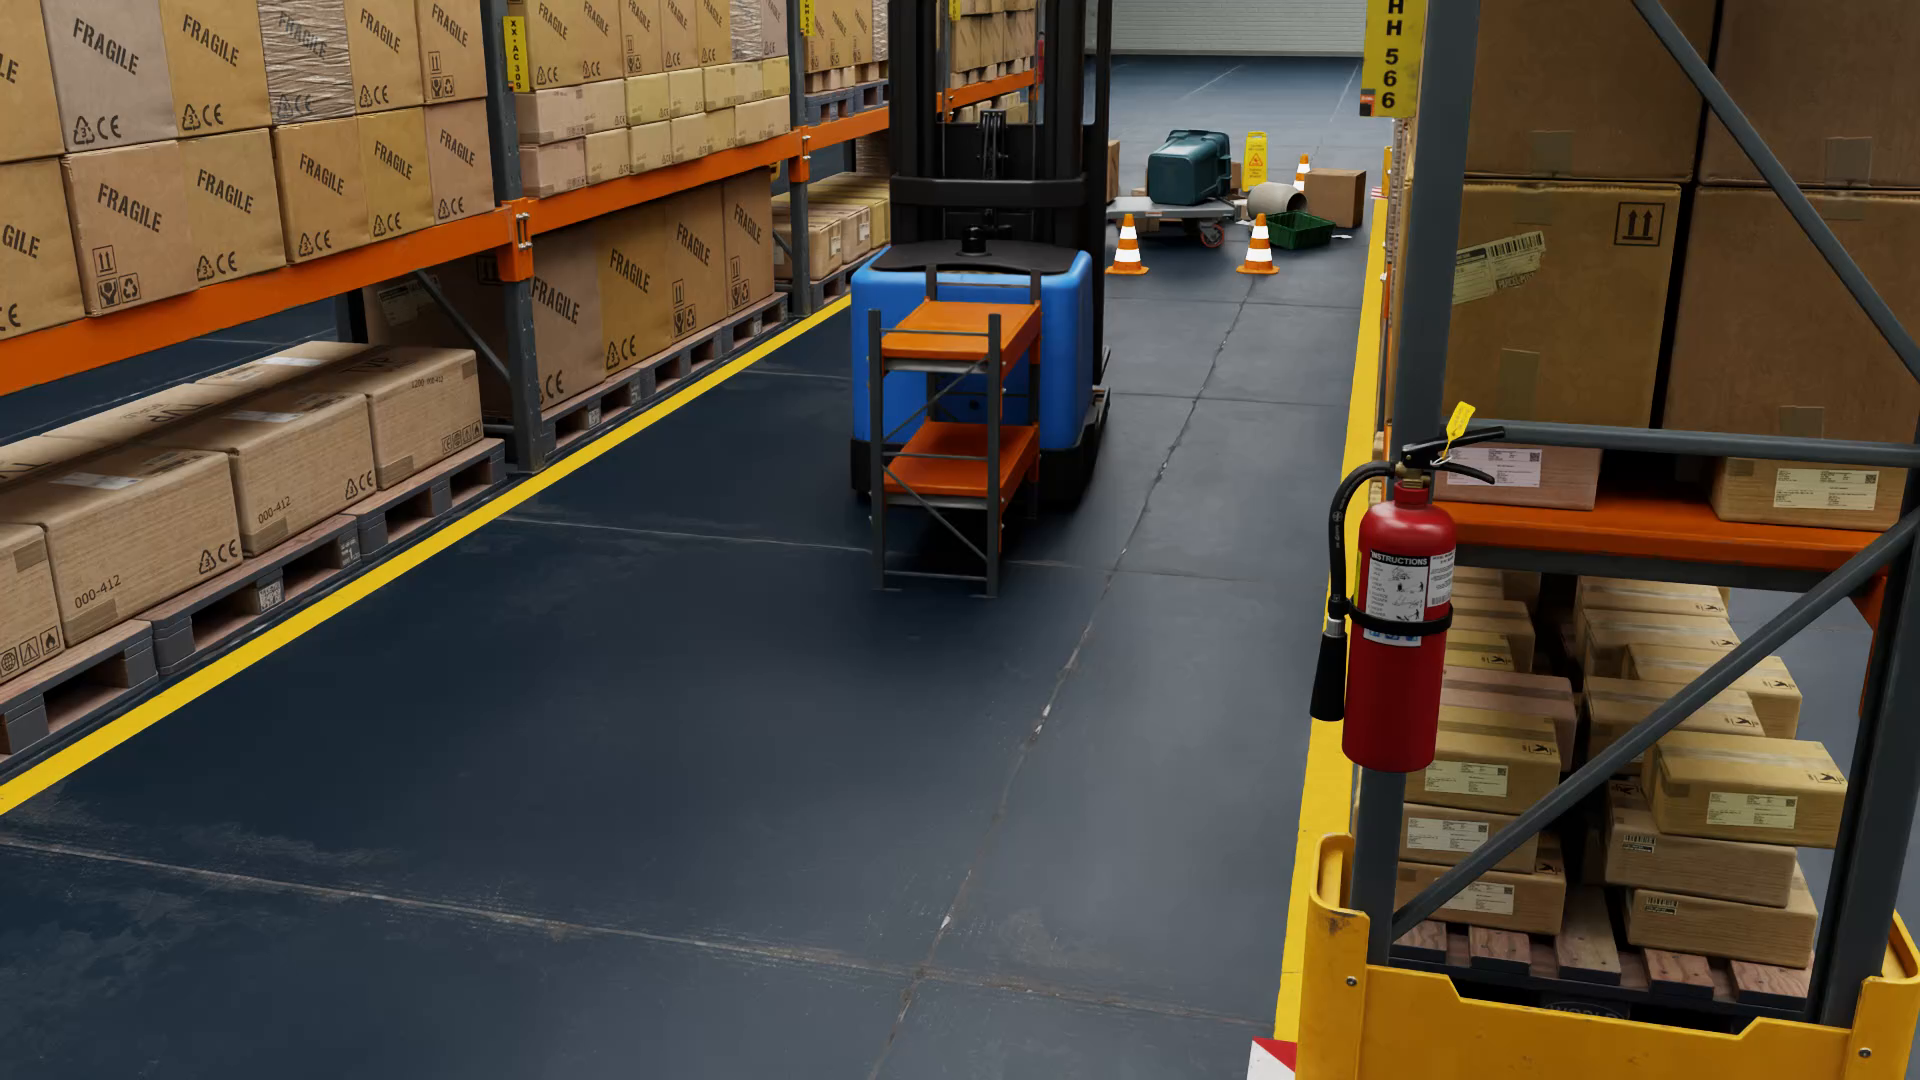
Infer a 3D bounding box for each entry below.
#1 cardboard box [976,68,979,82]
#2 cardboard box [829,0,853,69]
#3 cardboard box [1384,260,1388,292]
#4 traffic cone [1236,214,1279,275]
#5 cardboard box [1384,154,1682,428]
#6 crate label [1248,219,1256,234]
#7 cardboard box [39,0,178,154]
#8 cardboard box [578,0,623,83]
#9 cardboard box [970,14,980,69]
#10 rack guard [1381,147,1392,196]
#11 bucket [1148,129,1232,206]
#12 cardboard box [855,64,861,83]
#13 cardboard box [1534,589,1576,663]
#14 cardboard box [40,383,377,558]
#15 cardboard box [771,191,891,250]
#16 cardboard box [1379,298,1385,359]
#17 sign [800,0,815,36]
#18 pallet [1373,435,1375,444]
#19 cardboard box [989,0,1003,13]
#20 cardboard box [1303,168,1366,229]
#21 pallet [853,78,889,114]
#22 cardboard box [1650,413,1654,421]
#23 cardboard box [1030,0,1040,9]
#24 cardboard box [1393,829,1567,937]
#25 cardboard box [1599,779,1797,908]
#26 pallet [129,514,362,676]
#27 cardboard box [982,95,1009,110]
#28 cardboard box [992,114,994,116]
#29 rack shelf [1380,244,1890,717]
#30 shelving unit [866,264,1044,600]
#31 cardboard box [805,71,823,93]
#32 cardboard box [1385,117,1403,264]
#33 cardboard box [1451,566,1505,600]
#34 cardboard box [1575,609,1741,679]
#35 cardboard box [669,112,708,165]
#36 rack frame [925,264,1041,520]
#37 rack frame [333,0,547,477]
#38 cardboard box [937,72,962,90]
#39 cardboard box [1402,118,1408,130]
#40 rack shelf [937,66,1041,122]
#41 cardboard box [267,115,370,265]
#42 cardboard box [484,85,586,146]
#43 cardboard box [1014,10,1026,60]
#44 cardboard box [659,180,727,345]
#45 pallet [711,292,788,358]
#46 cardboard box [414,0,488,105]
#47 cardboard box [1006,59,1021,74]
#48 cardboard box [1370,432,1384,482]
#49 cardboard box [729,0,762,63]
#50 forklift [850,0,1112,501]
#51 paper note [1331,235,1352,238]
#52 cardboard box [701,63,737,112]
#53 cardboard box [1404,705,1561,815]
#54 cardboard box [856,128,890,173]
[{"bbox_3d":[-0.021,-4.578,16.339,0.380,0.149,0.250,5,19,13],"label":"cardboard box"},{"bbox_3d":[-1.107,-3.713,12.154,0.500,0.500,0.500,6,20,16],"label":"cardboard box"},{"bbox_3d":[2.476,-1.378,8.639,0.500,0.250,0.500,4,19,11],"label":"cardboard box"},{"bbox_3d":[2.448,-2.433,13.594,0.336,0.463,0.334,5,19,13],"label":"traffic cone"},{"bbox_3d":[1.168,-0.523,3.462,0.500,0.500,0.500,5,20,14],"label":"cardboard box"},{"bbox_3d":[2.850,-2.916,15.513,0.298,0.136,0.250,-9,21,-24],"label":"crate label"},{"bbox_3d":[-2.885,-1.505,5.253,0.500,0.500,0.500,5,19,13],"label":"cardboard box"},{"bbox_3d":[-2.055,-2.584,8.409,0.500,0.500,0.500,5,19,13],"label":"cardboard box"},{"bbox_3d":[-0.107,-4.757,15.859,0.500,0.500,0.500,5,19,13],"label":"cardboard box"},{"bbox_3d":[5.223,-4.013,18.163,1.175,0.500,0.348,5,19,13],"label":"rack guard"},{"bbox_3d":[2.038,-3.329,15.007,0.726,0.611,0.620,12,32,32],"label":"bucket"},{"bbox_3d":[-0.987,-3.633,12.922,0.380,0.149,0.250,5,20,16],"label":"cardboard box"},{"bbox_3d":[1.948,0.277,5.038,0.380,0.149,0.250,6,20,16],"label":"cardboard box"},{"bbox_3d":[-3.015,-0.304,6.750,0.875,0.438,0.875,4,19,12],"label":"cardboard box"},{"bbox_3d":[-1.051,-2.641,13.694,0.950,0.372,0.625,5,20,15],"label":"cardboard box"},{"bbox_3d":[2.602,-1.176,9.207,0.500,0.500,0.500,4,19,12],"label":"cardboard box"},{"bbox_3d":[-1.023,-3.545,11.135,0.100,0.325,0.005,5,19,13],"label":"sign"},{"bbox_3d":[2.474,-0.352,7.890,1.003,0.211,1.213,5,19,13],"label":"pallet"},{"bbox_3d":[0.028,-5.389,16.164,0.700,0.500,0.500,4,19,12],"label":"cardboard box"},{"bbox_3d":[3.624,-3.320,16.131,0.500,0.500,0.500,8,21,23],"label":"cardboard box"},{"bbox_3d":[-1.118,-3.573,13.304,1.003,0.211,1.213,5,19,13],"label":"pallet"},{"bbox_3d":[1.775,-0.385,4.064,0.380,0.149,0.250,6,20,16],"label":"cardboard box"},{"bbox_3d":[0.480,-6.031,18.043,0.700,0.500,0.500,4,19,12],"label":"cardboard box"},{"bbox_3d":[1.235,0.796,3.978,0.380,0.149,0.250,5,19,14],"label":"cardboard box"},{"bbox_3d":[1.685,0.692,3.820,0.380,0.149,0.250,5,20,16],"label":"cardboard box"},{"bbox_3d":[-3.097,0.149,6.425,1.003,0.211,1.213,5,19,13],"label":"pallet"},{"bbox_3d":[0.295,-4.554,17.320,0.380,0.149,0.250,6,20,16],"label":"cardboard box"},{"bbox_3d":[0.069,-4.041,16.821,0.500,0.500,0.500,6,20,16],"label":"cardboard box"},{"bbox_3d":[1.797,-0.460,5.006,1.077,0.370,4.000,5,19,13],"label":"rack shelf"},{"bbox_3d":[0.002,-0.479,6.851,0.538,1.125,1.048,4,19,10],"label":"shelving unit"},{"bbox_3d":[-1.201,-3.293,11.927,0.380,0.149,0.250,3,19,10],"label":"cardboard box"},{"bbox_3d":[1.648,-1.169,5.355,0.500,0.500,0.500,4,19,12],"label":"cardboard box"},{"bbox_3d":[1.385,0.179,4.862,0.380,0.149,0.250,5,20,15],"label":"cardboard box"},{"bbox_3d":[1.882,0.309,4.482,0.380,0.149,0.250,4,19,11],"label":"cardboard box"},{"bbox_3d":[-1.779,-2.310,9.542,0.500,0.250,0.500,4,19,12],"label":"cardboard box"},{"bbox_3d":[0.099,-0.641,7.323,0.500,1.125,0.032,4,19,10],"label":"rack frame"},{"bbox_3d":[-2.539,-1.786,7.777,1.000,3.000,0.127,5,19,13],"label":"rack frame"},{"bbox_3d":[-0.197,-4.248,15.373,0.380,0.149,0.250,5,19,13],"label":"cardboard box"},{"bbox_3d":[1.421,-1.320,4.250,0.500,0.500,0.500,6,20,16],"label":"cardboard box"},{"bbox_3d":[-0.096,-4.580,17.069,1.077,0.370,4.000,5,19,13],"label":"rack shelf"},{"bbox_3d":[-2.634,-1.348,6.338,0.500,0.500,0.500,4,19,13],"label":"cardboard box"},{"bbox_3d":[-2.158,-2.067,8.059,0.500,0.250,0.500,4,19,12],"label":"cardboard box"},{"bbox_3d":[0.400,-5.387,17.704,0.500,0.500,0.500,5,19,14],"label":"cardboard box"},{"bbox_3d":[-2.033,-1.744,10.291,0.875,0.875,0.875,5,19,14],"label":"cardboard box"},{"bbox_3d":[-1.828,-1.479,11.192,1.003,0.211,1.213,5,19,13],"label":"pallet"},{"bbox_3d":[-2.387,-2.137,7.102,0.500,0.500,0.500,4,19,13],"label":"cardboard box"},{"bbox_3d":[0.437,-5.045,17.705,0.380,0.149,0.250,5,19,14],"label":"cardboard box"},{"bbox_3d":[1.887,-0.329,6.811,0.380,0.149,0.250,6,20,16],"label":"cardboard box"},{"bbox_3d":[-1.552,-3.216,10.262,0.500,0.500,0.500,5,19,14],"label":"cardboard box"},{"bbox_3d":[0.228,-1.998,8.503,1.130,2.935,3.031,3,19,8],"label":"forklift"},{"bbox_3d":[3.526,-2.812,15.372,0.147,0.020,0.142,-9,21,-24],"label":"paper note"},{"bbox_3d":[-1.661,-2.711,9.941,0.500,0.250,0.500,4,19,12],"label":"cardboard box"},{"bbox_3d":[1.192,0.510,3.895,0.380,0.149,0.250,5,19,14],"label":"cardboard box"},{"bbox_3d":[-0.700,-3.753,15.978,0.500,0.500,0.500,4,19,13],"label":"cardboard box"}]
